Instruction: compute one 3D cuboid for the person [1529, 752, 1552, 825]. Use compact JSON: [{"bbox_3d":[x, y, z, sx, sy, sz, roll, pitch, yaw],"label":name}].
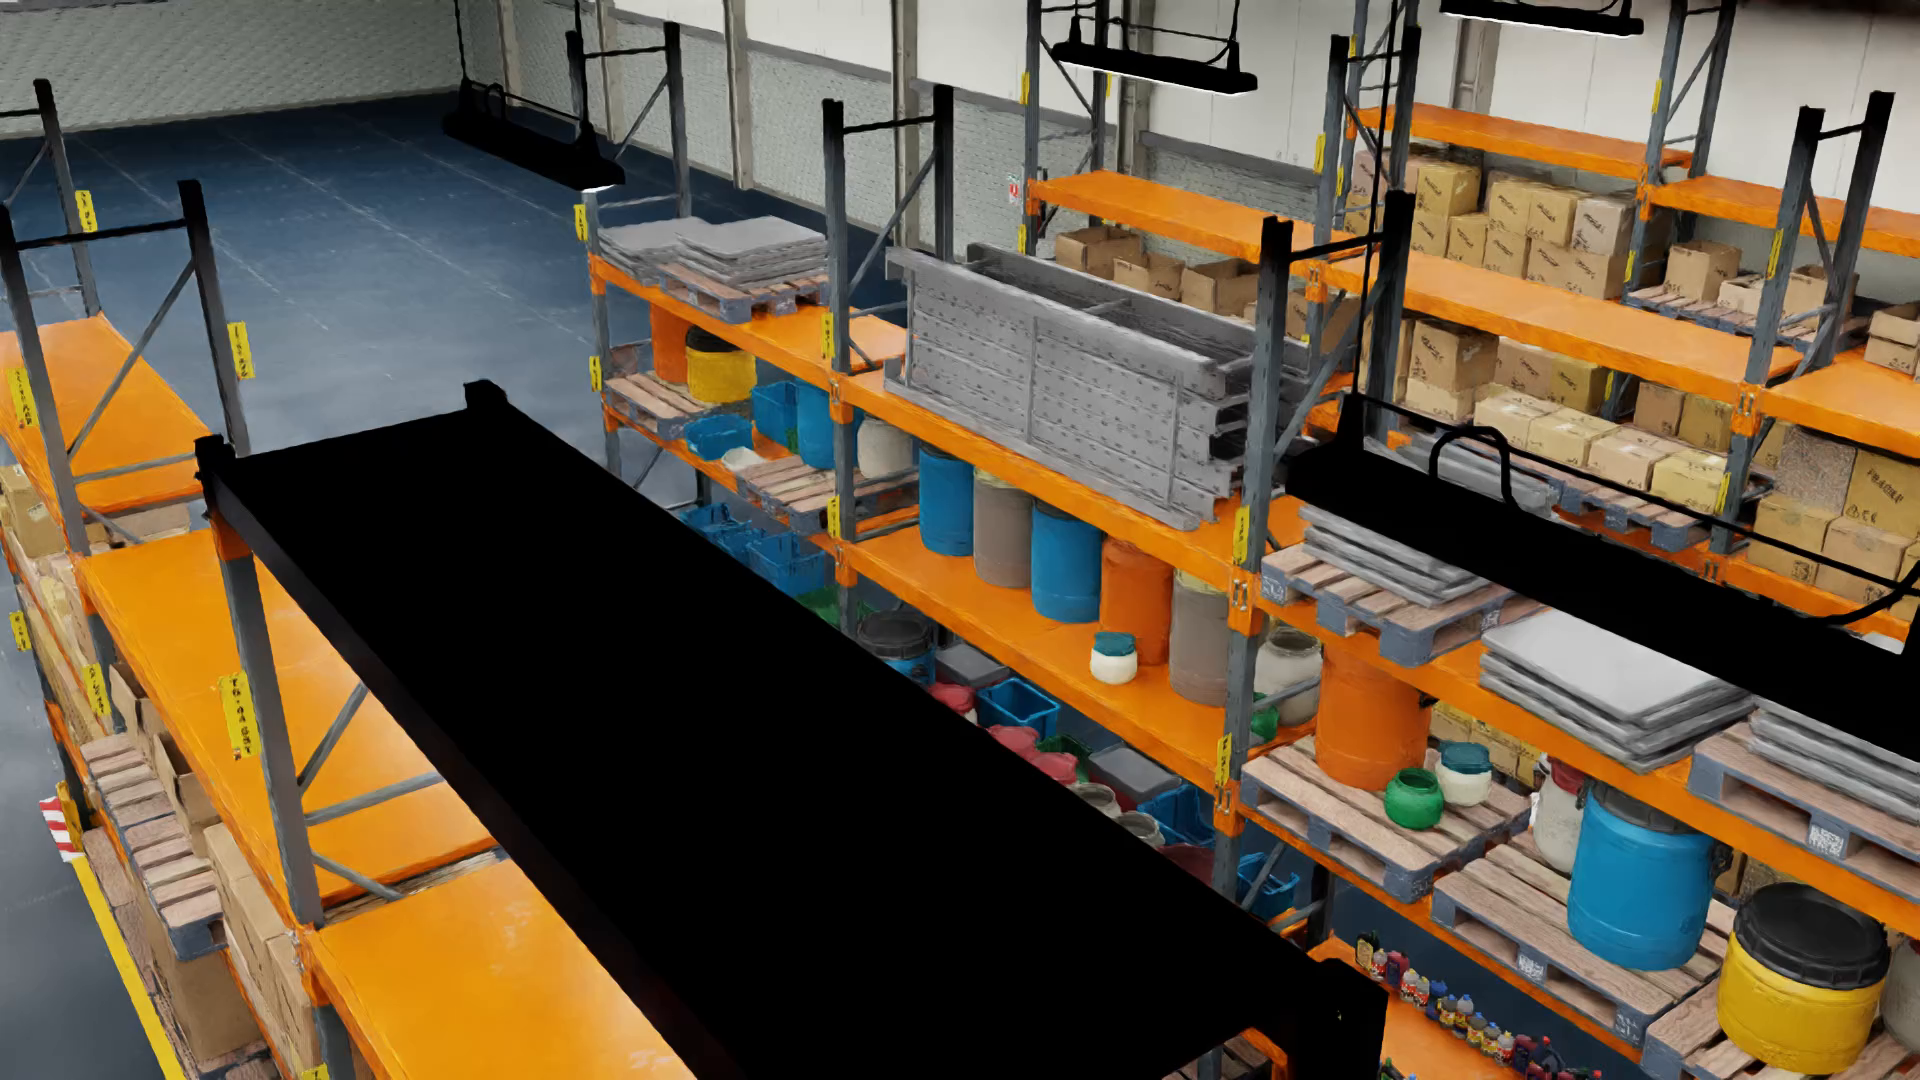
[{"bbox_3d":[4.146,2.319,11.929,0.554,1.701,1.031,-18,30,-34],"label":"person"}]
